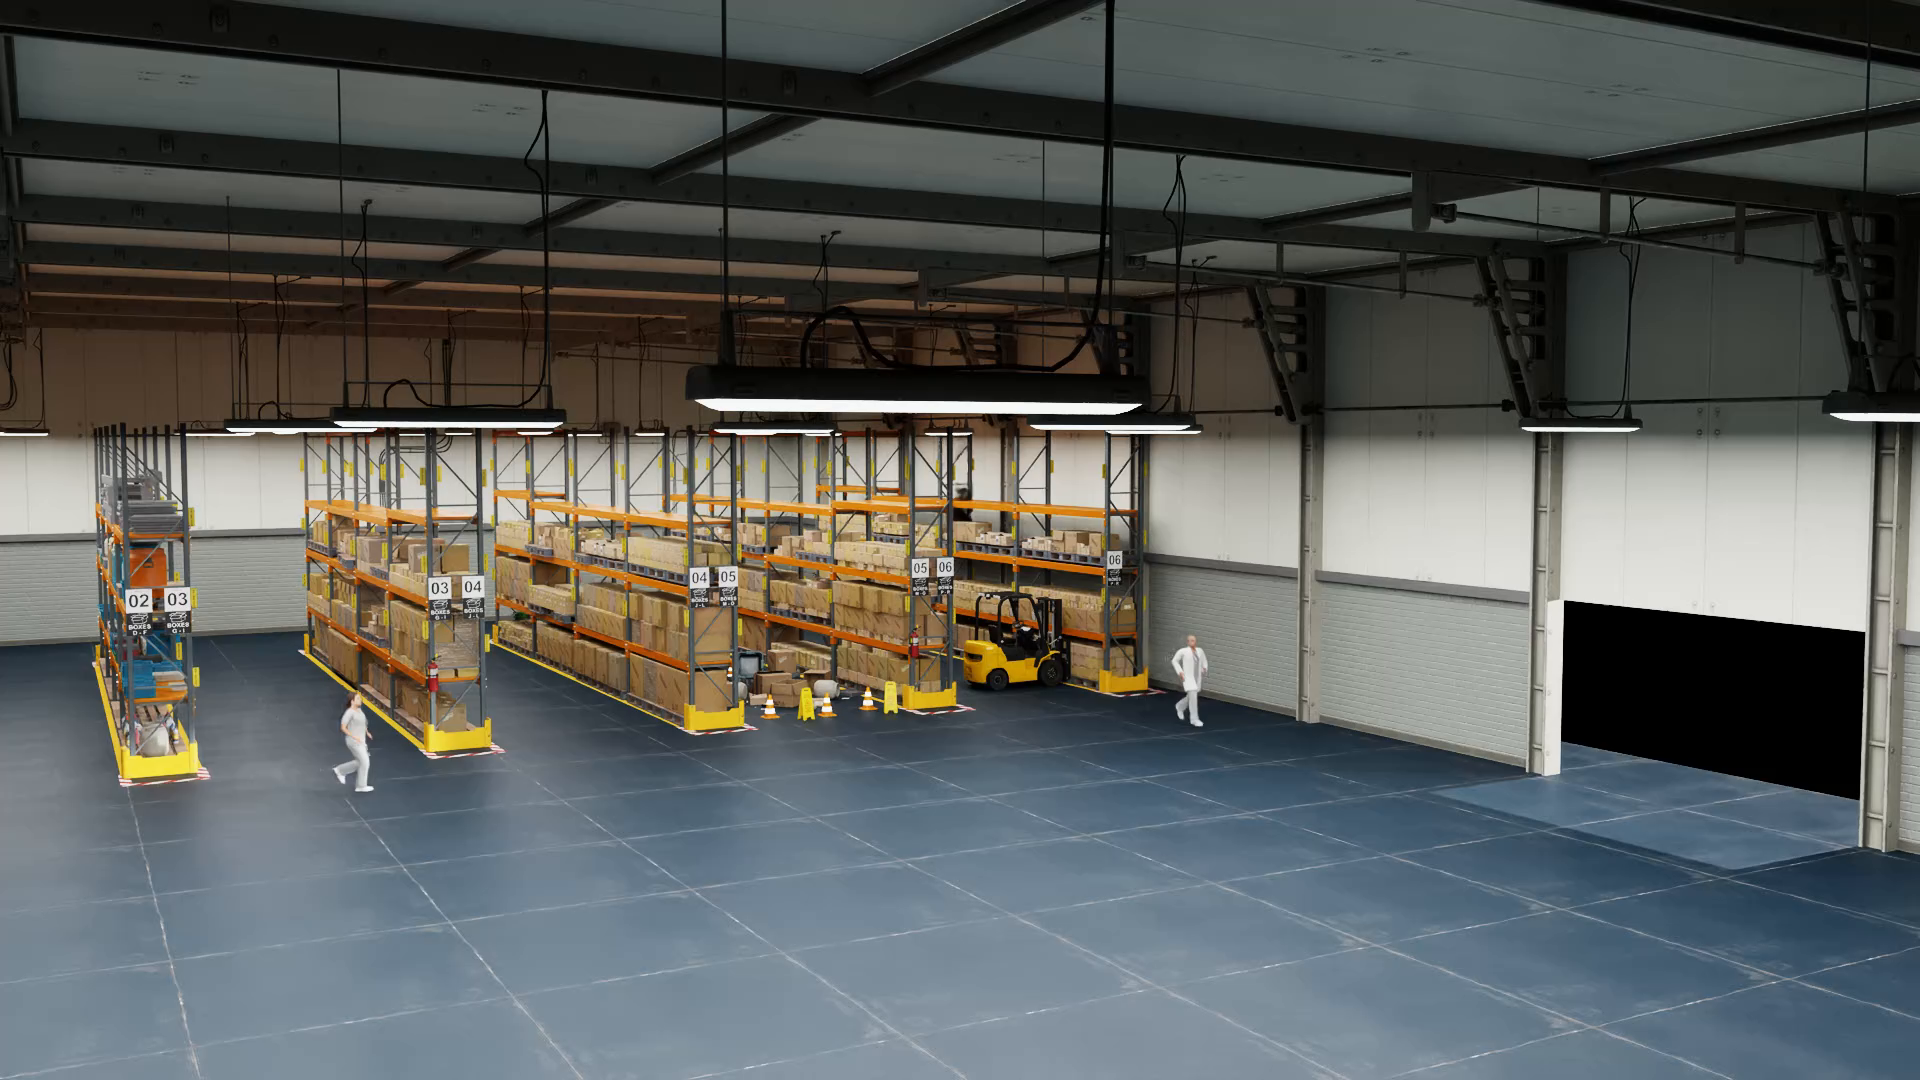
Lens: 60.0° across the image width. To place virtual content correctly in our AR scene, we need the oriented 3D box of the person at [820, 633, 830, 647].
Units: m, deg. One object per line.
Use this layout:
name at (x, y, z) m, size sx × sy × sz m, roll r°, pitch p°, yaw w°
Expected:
person at (-3.657, 2.148, 44.971) m, size 0.626 × 1.758 × 0.734 m, roll -2°, pitch 4°, yaw -34°

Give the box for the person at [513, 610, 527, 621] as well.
person at (-12.689, 1.933, 48.092) m, size 0.810 × 1.781 × 0.698 m, roll 0°, pitch 3°, yaw -5°

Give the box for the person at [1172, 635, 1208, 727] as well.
person at (4.624, 2.783, 33.274) m, size 0.713 × 1.774 × 0.988 m, roll -2°, pitch 4°, yaw -29°

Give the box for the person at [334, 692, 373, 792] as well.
person at (-9.863, 3.269, 26.978) m, size 0.683 × 1.627 × 0.605 m, roll 0°, pitch 3°, yaw 5°
